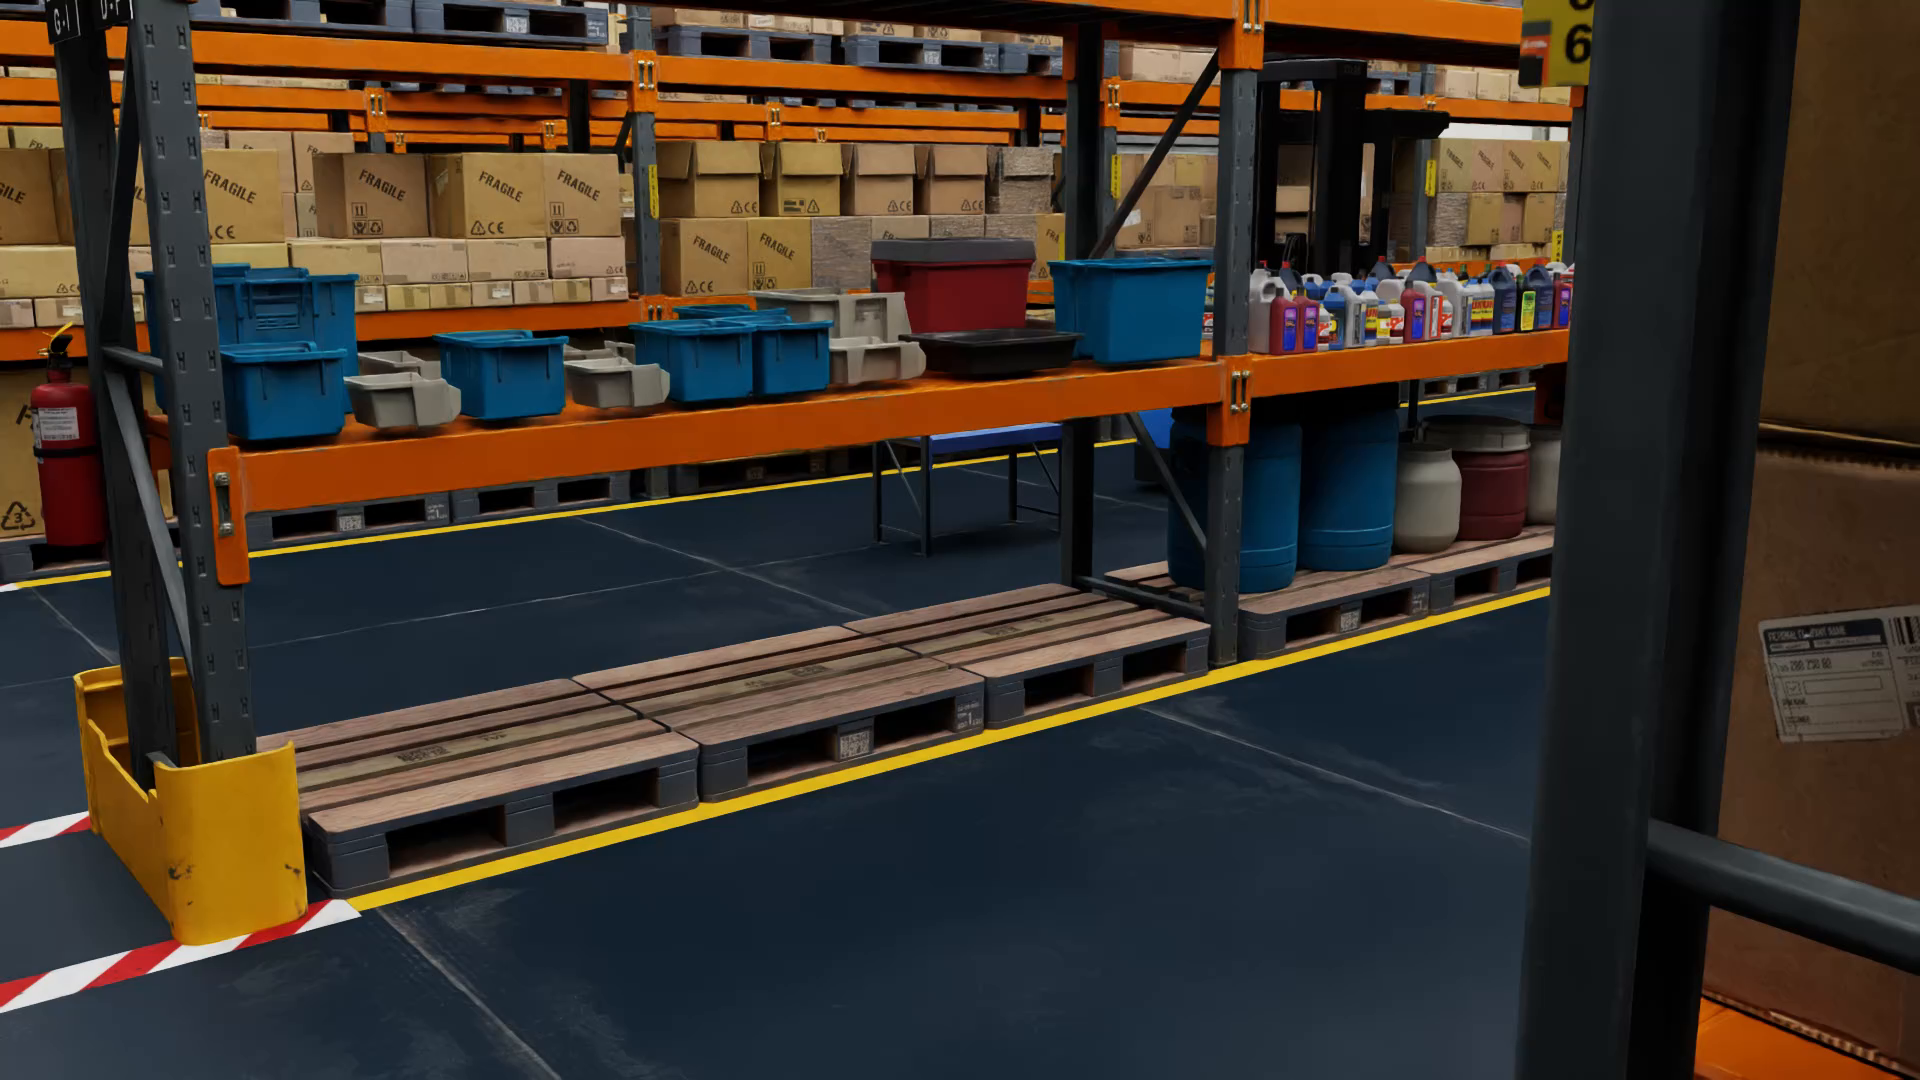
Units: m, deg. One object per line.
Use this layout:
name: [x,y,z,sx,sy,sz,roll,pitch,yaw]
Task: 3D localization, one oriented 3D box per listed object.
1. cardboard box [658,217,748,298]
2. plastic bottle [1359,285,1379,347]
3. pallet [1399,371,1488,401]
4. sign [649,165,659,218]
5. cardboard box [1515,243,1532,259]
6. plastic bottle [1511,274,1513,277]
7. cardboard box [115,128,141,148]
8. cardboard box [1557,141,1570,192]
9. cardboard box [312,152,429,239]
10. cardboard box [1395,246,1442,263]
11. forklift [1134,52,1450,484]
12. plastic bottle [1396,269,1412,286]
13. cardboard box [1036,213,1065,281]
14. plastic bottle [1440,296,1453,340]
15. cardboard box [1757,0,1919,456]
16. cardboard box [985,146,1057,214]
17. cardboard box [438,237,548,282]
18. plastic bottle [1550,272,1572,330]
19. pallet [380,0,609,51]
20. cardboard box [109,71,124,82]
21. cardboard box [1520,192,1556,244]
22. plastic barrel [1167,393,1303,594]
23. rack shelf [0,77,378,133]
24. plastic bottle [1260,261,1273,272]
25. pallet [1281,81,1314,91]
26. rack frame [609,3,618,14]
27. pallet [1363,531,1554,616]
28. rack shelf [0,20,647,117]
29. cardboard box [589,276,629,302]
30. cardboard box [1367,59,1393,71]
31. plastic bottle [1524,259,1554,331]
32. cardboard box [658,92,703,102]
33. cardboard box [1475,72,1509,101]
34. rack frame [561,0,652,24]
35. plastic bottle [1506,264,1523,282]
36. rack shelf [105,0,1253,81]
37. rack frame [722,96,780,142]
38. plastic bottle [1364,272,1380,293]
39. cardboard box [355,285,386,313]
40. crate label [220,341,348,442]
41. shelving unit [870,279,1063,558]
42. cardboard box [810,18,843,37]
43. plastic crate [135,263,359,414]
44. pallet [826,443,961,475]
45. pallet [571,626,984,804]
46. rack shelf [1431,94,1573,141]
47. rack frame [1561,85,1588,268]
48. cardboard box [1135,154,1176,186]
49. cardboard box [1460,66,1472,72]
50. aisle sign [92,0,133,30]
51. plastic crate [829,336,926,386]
cardboard box: [-1.752,-1.881,11.024,0.500,0.500,0.500,-9,15,-37]
plastic bottle: [1.819,-1.003,7.439,0.097,0.271,0.097,0,12,0]
pallet: [4.482,-1.580,16.560,1.213,0.211,1.003,-9,15,-38]
sign: [-1.920,-2.185,10.423,0.005,0.325,0.100,-9,15,-38]
cardboard box: [5.498,-2.904,16.687,0.250,0.149,0.380,-9,15,-38]
plastic bottle: [2.722,-1.170,8.198,0.133,0.283,0.061,-9,15,-38]
cardboard box: [-6.688,-3.007,13.204,0.500,0.500,0.500,-10,16,-39]
cardboard box: [6.049,-3.812,16.993,0.500,0.500,0.500,-9,15,-38]
cardboard box: [-3.594,-2.100,10.137,0.500,0.500,0.500,-10,16,-39]
cardboard box: [4.335,-2.707,15.760,0.250,0.149,0.380,-9,15,-38]
forklift: [2.622,-1.903,11.535,3.031,2.935,1.130,-10,16,-40]
plastic bottle: [2.327,-1.284,8.753,0.135,0.276,0.152,-9,15,-38]
cardboard box: [0.625,-2.276,12.887,0.500,0.500,0.500,-9,15,-36]
plastic bottle: [2.257,-1.041,7.789,0.097,0.201,0.097,0,12,0]
cardboard box: [0.970,-0.327,1.298,0.500,0.500,0.500,-10,15,-38]
cardboard box: [0.275,-2.779,12.839,0.637,0.503,0.797,-9,15,-36]
cardboard box: [-2.851,-1.717,10.140,0.500,0.250,0.500,-9,15,-36]
plastic bottle: [3.008,-1.201,8.346,0.133,0.283,0.061,-9,15,-38]
pallet: [-2.913,-3.132,10.149,1.213,0.211,1.003,-9,15,-38]
cardboard box: [-6.682,-3.724,13.083,0.500,0.250,0.500,-10,15,-38]
cardboard box: [5.526,-3.292,16.954,0.500,0.500,0.875,-9,15,-38]
plastic barrel: [1.262,-0.256,7.654,0.708,0.901,0.600,-9,15,-38]
rack shelf: [-6.849,-3.486,13.335,4.000,0.370,1.077,-9,15,-38]
plastic bottle: [1.484,-1.182,8.090,0.185,0.351,0.144,-9,15,-38]
pallet: [2.623,-4.028,14.608,1.003,0.211,1.213,-9,15,-38]
rack frame: [-5.315,-8.197,26.568,0.127,3.000,1.000,-9,15,-38]
pallet: [2.408,0.102,8.640,1.213,0.211,1.003,-9,15,-38]
rack shelf: [-3.829,-2.669,9.485,4.000,0.370,1.077,-9,15,-38]
cardboard box: [-2.301,-1.597,10.533,0.250,0.149,0.380,-9,15,-37]
cardboard box: [3.551,-4.529,15.255,0.637,0.503,0.797,-10,16,-40]
plastic bottle: [2.858,-1.220,8.273,0.185,0.351,0.144,-9,15,-38]
cardboard box: [-2.833,-4.483,16.058,0.500,0.500,0.500,-9,15,-38]
cardboard box: [4.901,-4.331,15.943,0.500,0.250,0.500,-10,15,-38]
rack frame: [-2.267,-4.747,10.321,0.127,3.000,1.000,-9,15,-38]
plastic bottle: [3.049,-1.404,9.318,0.135,0.276,0.152,-9,15,-38]
rack shelf: [-0.735,-1.865,5.702,4.000,0.370,1.077,-9,15,-38]
rack frame: [-2.164,-3.149,17.238,0.127,3.000,1.000,-9,15,-38]
plastic bottle: [2.113,-1.237,8.544,0.097,0.271,0.097,0,12,0]
cardboard box: [-3.504,-1.397,9.593,0.250,0.149,0.380,-9,15,-37]
crate label: [-1.898,-0.416,4.627,0.303,0.233,0.416,-9,15,-38]
shelving unit: [0.067,-0.745,9.525,1.048,1.500,0.538,-9,15,-38]
cardboard box: [-1.011,-3.531,11.410,0.250,0.149,0.380,-10,16,-40]
plastic crate: [-2.152,-0.611,5.054,0.499,0.435,0.616,-9,15,-38]
pallet: [-0.759,-0.720,12.512,1.213,0.211,1.003,-9,15,-38]
pallet: [-0.677,0.616,6.222,1.213,0.211,1.003,-9,15,-38]
rack shelf: [5.541,-4.226,16.818,4.000,0.370,1.077,-9,15,-38]
rack frame: [3.950,-1.528,9.605,0.127,3.000,1.000,-9,15,-38]
cardboard box: [2.134,-4.450,20.404,0.550,0.550,0.875,-9,15,-38]
cardboard box: [4.591,-4.477,15.673,0.250,0.149,0.380,-10,16,-40]
aisle sign: [-2.167,-1.704,4.175,0.004,0.787,0.394,-9,15,-38]
plastic crate: [-0.345,-0.635,5.888,0.466,0.136,0.293,-9,15,-38]
